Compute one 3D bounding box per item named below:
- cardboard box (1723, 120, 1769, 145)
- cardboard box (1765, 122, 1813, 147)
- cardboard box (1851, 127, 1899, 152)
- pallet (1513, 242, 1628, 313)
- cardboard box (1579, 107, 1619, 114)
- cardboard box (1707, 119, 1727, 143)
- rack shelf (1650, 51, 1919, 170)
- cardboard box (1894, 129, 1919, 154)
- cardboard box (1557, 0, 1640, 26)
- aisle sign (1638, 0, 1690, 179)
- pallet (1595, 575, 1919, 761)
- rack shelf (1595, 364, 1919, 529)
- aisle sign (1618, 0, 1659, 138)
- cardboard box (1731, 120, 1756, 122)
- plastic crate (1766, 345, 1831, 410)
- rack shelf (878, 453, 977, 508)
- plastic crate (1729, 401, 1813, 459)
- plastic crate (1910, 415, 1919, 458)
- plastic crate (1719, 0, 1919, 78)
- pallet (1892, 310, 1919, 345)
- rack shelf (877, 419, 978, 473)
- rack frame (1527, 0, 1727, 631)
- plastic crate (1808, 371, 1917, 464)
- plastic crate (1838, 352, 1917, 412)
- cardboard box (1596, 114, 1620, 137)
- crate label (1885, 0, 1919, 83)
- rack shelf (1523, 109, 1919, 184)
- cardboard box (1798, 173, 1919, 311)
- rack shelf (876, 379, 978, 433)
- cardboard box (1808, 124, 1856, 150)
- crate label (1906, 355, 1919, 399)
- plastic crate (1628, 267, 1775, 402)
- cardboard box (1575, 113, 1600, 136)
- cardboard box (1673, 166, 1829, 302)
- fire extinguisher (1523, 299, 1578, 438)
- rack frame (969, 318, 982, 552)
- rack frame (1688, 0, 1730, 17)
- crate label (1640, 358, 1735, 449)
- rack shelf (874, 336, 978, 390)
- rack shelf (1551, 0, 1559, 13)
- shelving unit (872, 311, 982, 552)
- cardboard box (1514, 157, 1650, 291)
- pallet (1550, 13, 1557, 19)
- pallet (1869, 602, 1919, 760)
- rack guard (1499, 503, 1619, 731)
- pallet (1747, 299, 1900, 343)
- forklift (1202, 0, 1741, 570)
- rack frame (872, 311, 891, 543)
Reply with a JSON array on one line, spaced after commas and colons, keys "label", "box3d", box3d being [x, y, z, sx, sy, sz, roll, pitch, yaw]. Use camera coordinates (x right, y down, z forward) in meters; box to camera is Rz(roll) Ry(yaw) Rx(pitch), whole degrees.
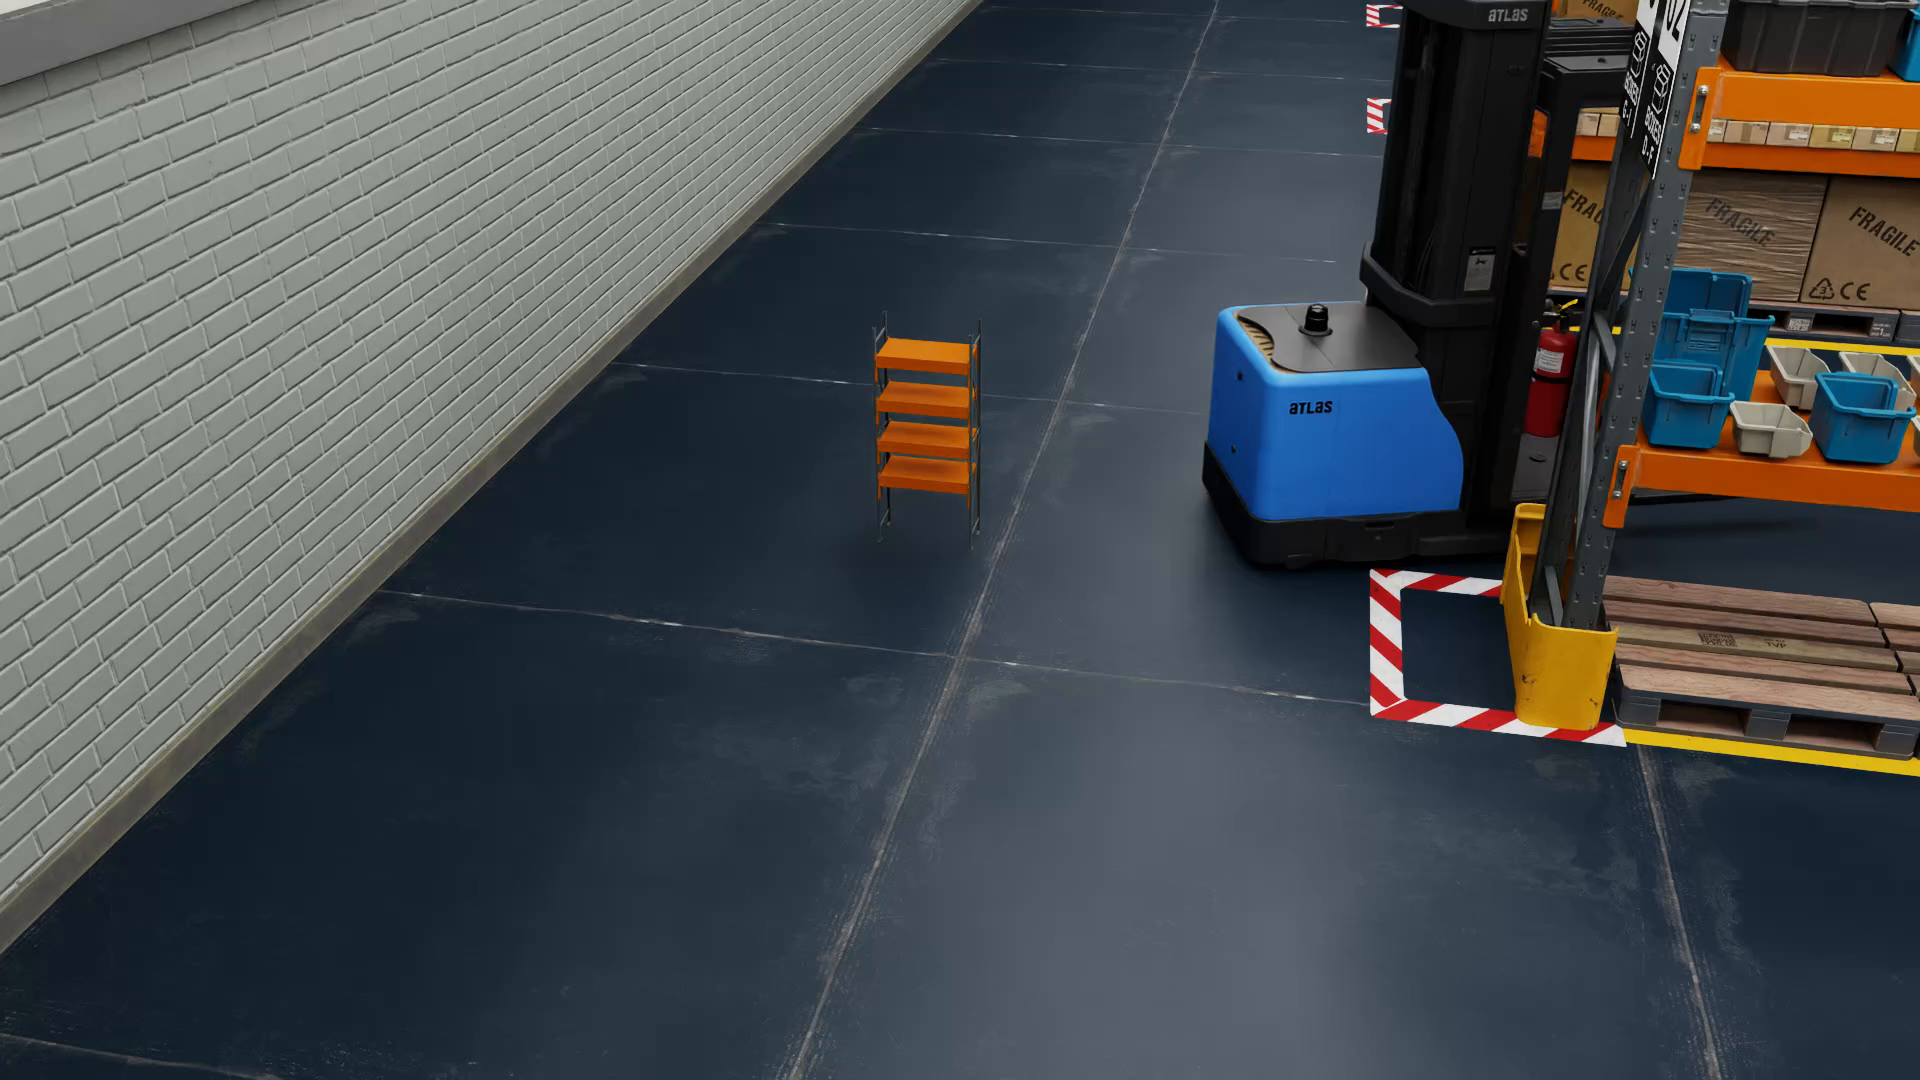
[{"label": "cardboard box", "box3d": [5.073, -2.696, 10.813, 0.250, 0.149, 0.380, 5, 29, 10]}, {"label": "cardboard box", "box3d": [5.326, -2.670, 10.766, 0.250, 0.149, 0.380, 6, 29, 10]}, {"label": "cardboard box", "box3d": [5.829, -2.619, 10.672, 0.250, 0.149, 0.380, 6, 29, 11]}, {"label": "pallet", "box3d": [4.588, -1.832, 11.877, 1.213, 0.211, 1.003, 6, 29, 11]}, {"label": "cardboard box", "box3d": [4.202, -2.989, 10.932, 0.500, 0.250, 0.500, 5, 29, 9]}, {"label": "cardboard box", "box3d": [4.825, -2.722, 10.860, 0.250, 0.149, 0.380, 5, 29, 10]}, {"label": "rack shelf", "box3d": [4.711, -1.573, 6.124, 4.000, 0.370, 1.077, 6, 29, 11]}, {"label": "cardboard box", "box3d": [6.078, -2.593, 10.624, 0.250, 0.149, 0.380, 5, 29, 10]}, {"label": "cardboard box", "box3d": [4.321, -3.567, 11.208, 0.500, 0.500, 0.500, 6, 29, 11]}, {"label": "aisle sign", "box3d": [2.623, -1.781, 6.172, 0.004, 0.787, 0.394, 6, 29, 11]}, {"label": "pallet", "box3d": [3.554, 0.551, 7.523, 1.213, 0.211, 1.003, 6, 29, 11]}, {"label": "rack shelf", "box3d": [4.711, -0.257, 6.845, 4.000, 0.370, 1.077, 6, 29, 11]}, {"label": "aisle sign", "box3d": [2.746, -2.058, 6.678, 0.004, 0.787, 0.394, 6, 29, 11]}, {"label": "cardboard box", "box3d": [5.203, -2.888, 10.747, 0.500, 0.250, 0.500, 5, 29, 9]}, {"label": "plastic crate", "box3d": [3.590, -0.687, 7.093, 0.243, 0.136, 0.396, 6, 29, 11]}, {"label": "rack shelf", "box3d": [-0.162, -0.310, 8.620, 0.480, 0.148, 0.258, 6, 29, 11]}, {"label": "plastic crate", "box3d": [3.224, -0.433, 6.630, 0.298, 0.136, 0.250, 6, 29, 11]}, {"label": "plastic crate", "box3d": [3.888, -0.365, 6.505, 0.298, 0.136, 0.250, 6, 29, 11]}, {"label": "plastic crate", "box3d": [3.073, -1.862, 6.040, 0.590, 0.269, 0.497, 6, 29, 11]}, {"label": "pallet", "box3d": [6.974, -1.588, 11.430, 1.213, 0.211, 1.003, 6, 29, 11]}, {"label": "rack shelf", "box3d": [-0.162, -0.484, 8.524, 0.480, 0.148, 0.258, 6, 29, 11]}, {"label": "rack frame", "box3d": [2.755, -0.773, 7.038, 0.127, 3.000, 1.000, 6, 29, 11]}, {"label": "plastic crate", "box3d": [3.572, -0.480, 6.616, 0.300, 0.233, 0.416, 6, 29, 11]}, {"label": "plastic crate", "box3d": [3.871, -0.651, 7.028, 0.243, 0.136, 0.396, 6, 29, 11]}, {"label": "cardboard box", "box3d": [4.319, -2.773, 10.953, 0.250, 0.149, 0.380, 5, 29, 10]}, {"label": "crate label", "box3d": [3.590, -1.779, 5.907, 0.502, 0.251, 0.408, 6, 29, 11]}, {"label": "rack shelf", "box3d": [5.745, -2.583, 11.093, 4.000, 0.370, 1.077, 6, 29, 11]}, {"label": "cardboard box", "box3d": [6.192, -2.144, 11.318, 0.875, 0.875, 0.875, 6, 29, 11]}, {"label": "rack shelf", "box3d": [-0.162, -0.680, 8.417, 0.480, 0.148, 0.258, 6, 29, 11]}, {"label": "cardboard box", "box3d": [5.572, -2.645, 10.719, 0.250, 0.149, 0.380, 5, 29, 9]}, {"label": "crate label", "box3d": [4.148, -0.635, 6.998, 0.243, 0.136, 0.396, 6, 29, 11]}, {"label": "plastic crate", "box3d": [3.122, -0.869, 7.114, 0.499, 0.435, 0.616, 6, 29, 11]}, {"label": "cardboard box", "box3d": [4.068, -2.798, 10.999, 0.250, 0.149, 0.380, 6, 29, 11]}, {"label": "cardboard box", "box3d": [5.322, -2.233, 11.481, 0.875, 0.875, 0.875, 6, 29, 11]}, {"label": "fire extinguisher", "box3d": [2.702, -0.804, 7.564, 0.183, 0.674, 0.296, 6, 29, 11]}, {"label": "rack frame", "box3d": [0.077, -0.518, 8.447, 0.015, 1.200, 0.240, 6, 29, 11]}, {"label": "rack frame", "box3d": [2.755, -3.404, 5.598, 0.127, 3.000, 1.000, 6, 29, 11]}, {"label": "crate label", "box3d": [2.928, -0.546, 6.736, 0.303, 0.233, 0.416, 6, 29, 11]}, {"label": "rack shelf", "box3d": [-0.162, -0.888, 8.303, 0.480, 0.148, 0.258, 6, 29, 11]}, {"label": "rack shelf", "box3d": [6.880, -4.902, 15.330, 4.000, 0.370, 1.077, 6, 29, 11]}, {"label": "shelving unit", "box3d": [-0.162, -0.543, 8.492, 0.503, 1.200, 0.258, 6, 29, 11]}, {"label": "cardboard box", "box3d": [4.432, -2.325, 11.648, 0.875, 0.875, 0.875, 6, 29, 11]}, {"label": "pallet", "box3d": [6.657, -6.486, 20.378, 1.213, 0.211, 1.003, 6, 29, 11]}, {"label": "pallet", "box3d": [4.743, 0.675, 7.298, 1.213, 0.211, 1.003, 6, 29, 11]}, {"label": "rack guard", "box3d": [2.729, 0.327, 7.632, 0.348, 0.500, 1.175, 6, 29, 11]}, {"label": "pallet", "box3d": [5.777, -1.709, 11.652, 1.213, 0.211, 1.003, 6, 29, 11]}, {"label": "forklift", "box3d": [2.897, -1.438, 8.325, 3.031, 2.935, 1.130, -4, 29, -6]}, {"label": "rack frame", "box3d": [-0.401, -0.567, 8.537, 0.015, 1.200, 0.240, 6, 29, 11]}]
